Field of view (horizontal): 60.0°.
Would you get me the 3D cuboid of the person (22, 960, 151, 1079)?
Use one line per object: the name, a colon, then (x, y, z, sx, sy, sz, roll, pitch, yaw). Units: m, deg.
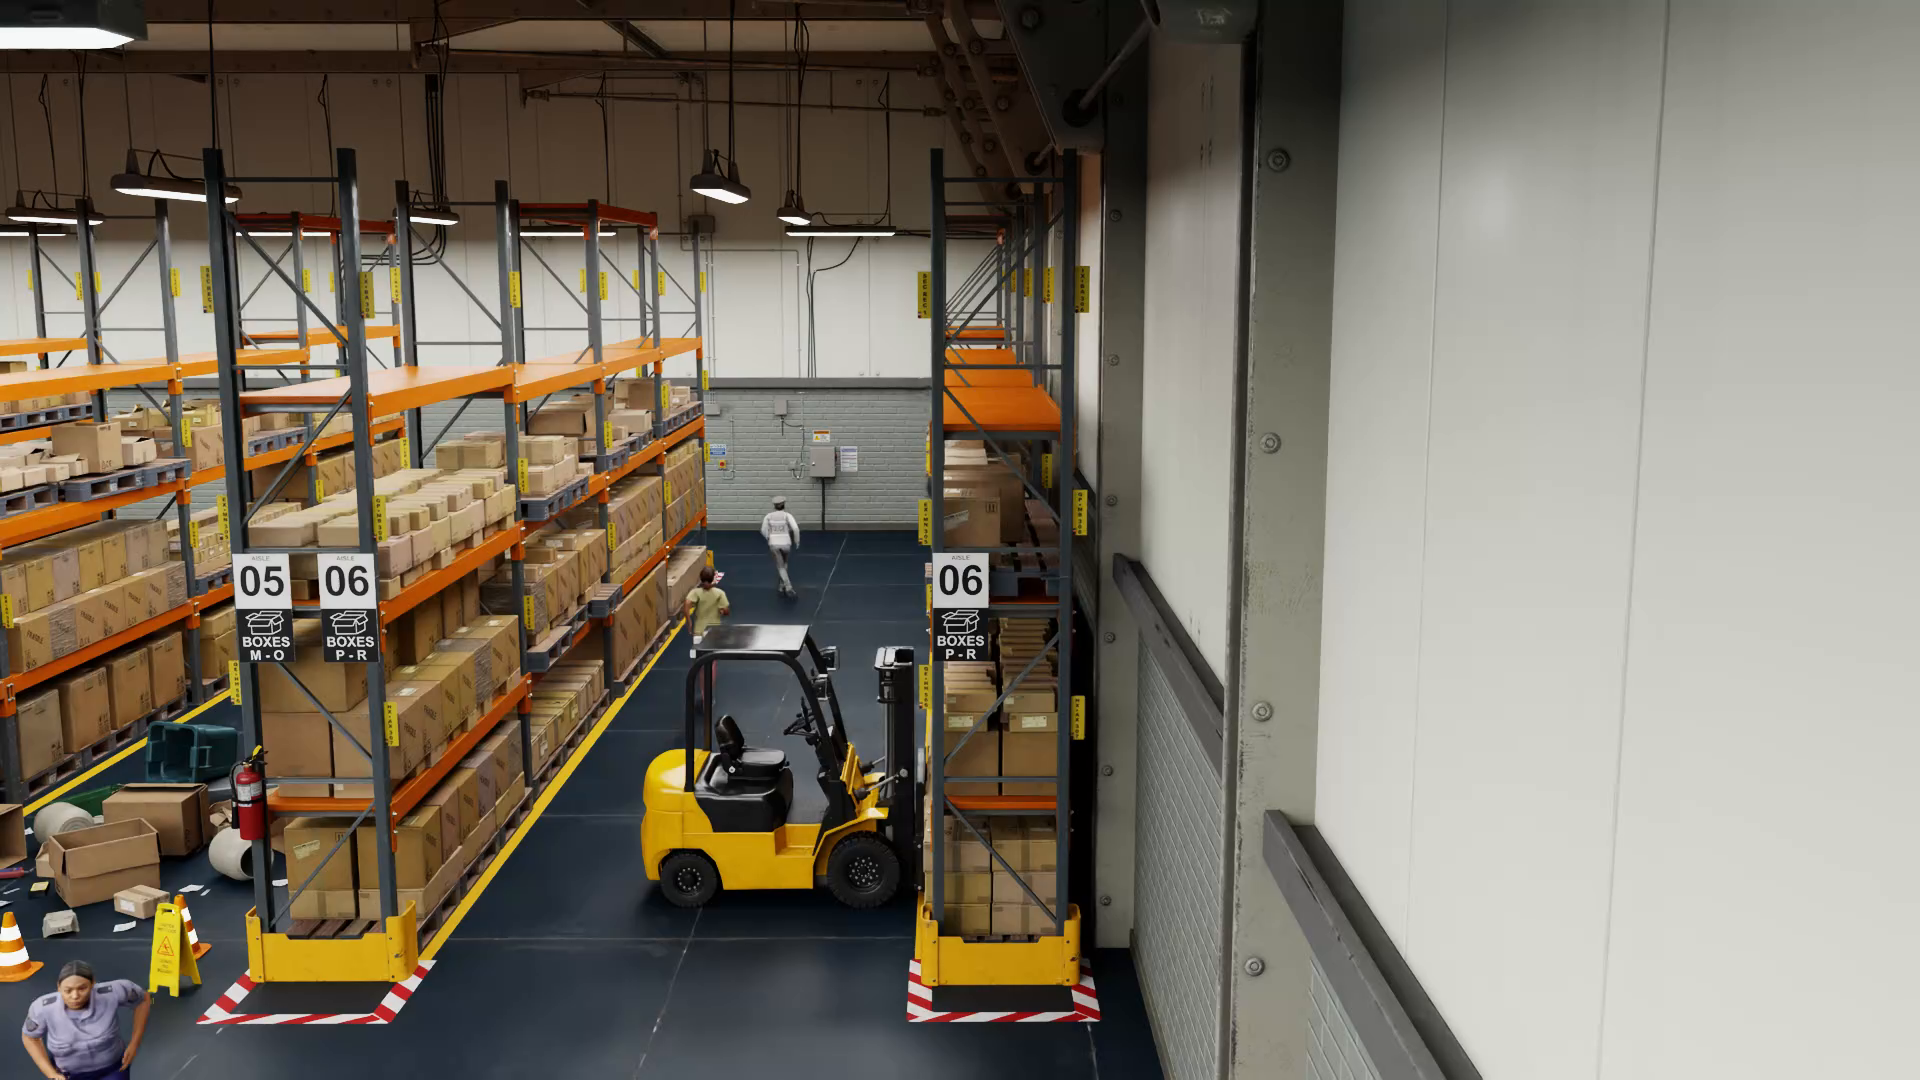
person: (-4.806, 2.973, 9.218, 0.631, 1.598, 0.956, -5, 10, -27)

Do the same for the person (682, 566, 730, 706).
person: (-3.009, 1.175, 19.923, 0.507, 1.709, 0.790, 1, 9, 3)

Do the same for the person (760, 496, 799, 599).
person: (-2.873, 0.160, 26.565, 0.612, 1.638, 0.777, -1, 9, -8)
